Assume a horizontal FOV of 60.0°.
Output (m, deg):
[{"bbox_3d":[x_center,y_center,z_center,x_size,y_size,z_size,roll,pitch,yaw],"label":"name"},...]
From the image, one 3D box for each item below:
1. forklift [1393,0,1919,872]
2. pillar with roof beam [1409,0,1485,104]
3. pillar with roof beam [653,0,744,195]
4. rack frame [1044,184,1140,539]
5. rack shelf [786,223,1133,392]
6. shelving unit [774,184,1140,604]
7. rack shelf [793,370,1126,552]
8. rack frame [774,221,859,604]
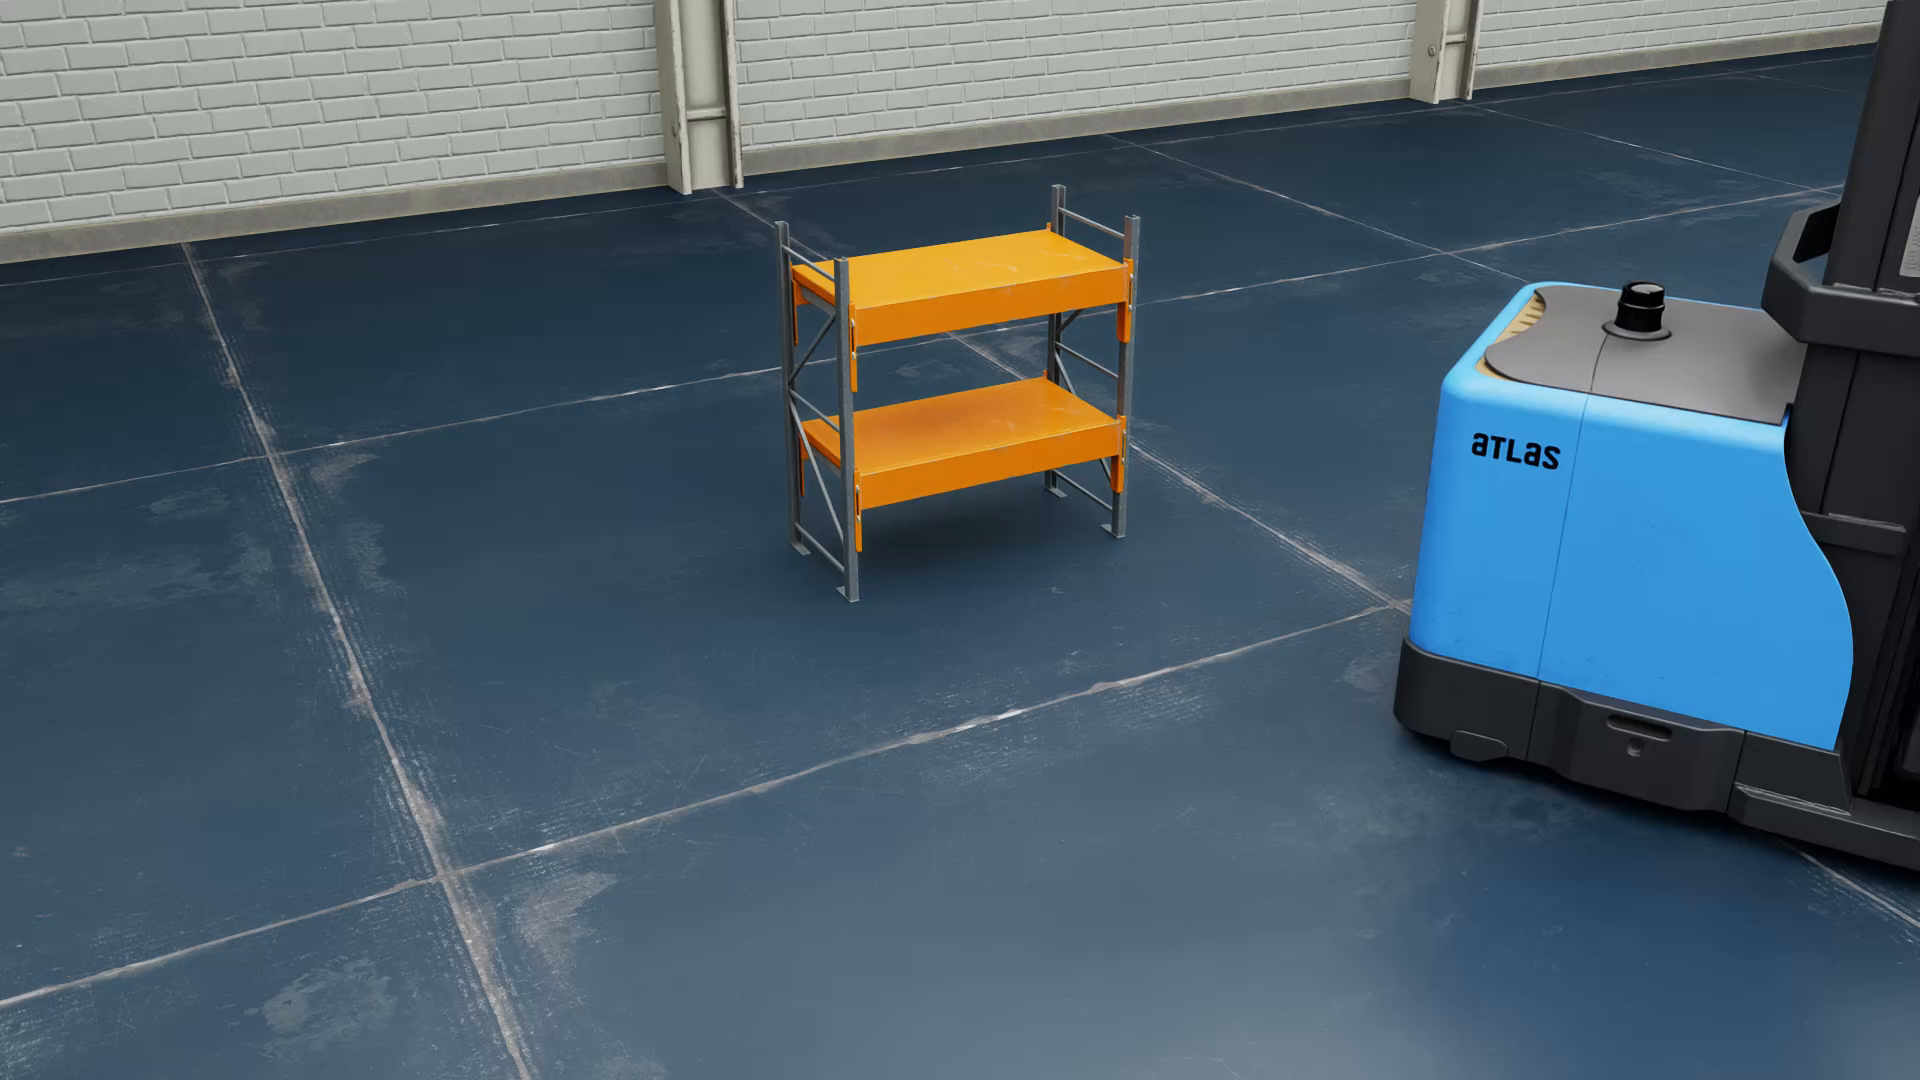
[{"bbox_3d":[2.734,-0.632,3.680,3.031,2.935,1.130,14,29,26],"label":"forklift"},{"bbox_3d":[5.736,-5.838,7.512,0.400,9.000,9.100,-13,29,-25],"label":"pillar with roof beam"},{"bbox_3d":[0.442,-4.616,4.967,0.400,9.000,9.100,-13,29,-25],"label":"pillar with roof beam"},{"bbox_3d":[0.443,-0.609,5.719,0.032,1.125,0.500,-13,29,-25],"label":"rack frame"},{"bbox_3d":[-0.006,-0.770,5.377,1.000,0.278,0.538,-13,29,-25],"label":"rack shelf"},{"bbox_3d":[-0.006,-0.506,5.504,1.048,1.125,0.538,-13,29,-25],"label":"shelving unit"},{"bbox_3d":[-0.006,-0.285,5.609,1.000,0.278,0.538,-13,29,-25],"label":"rack shelf"},{"bbox_3d":[-0.455,-0.402,5.288,0.032,1.125,0.500,-13,29,-25],"label":"rack frame"}]
